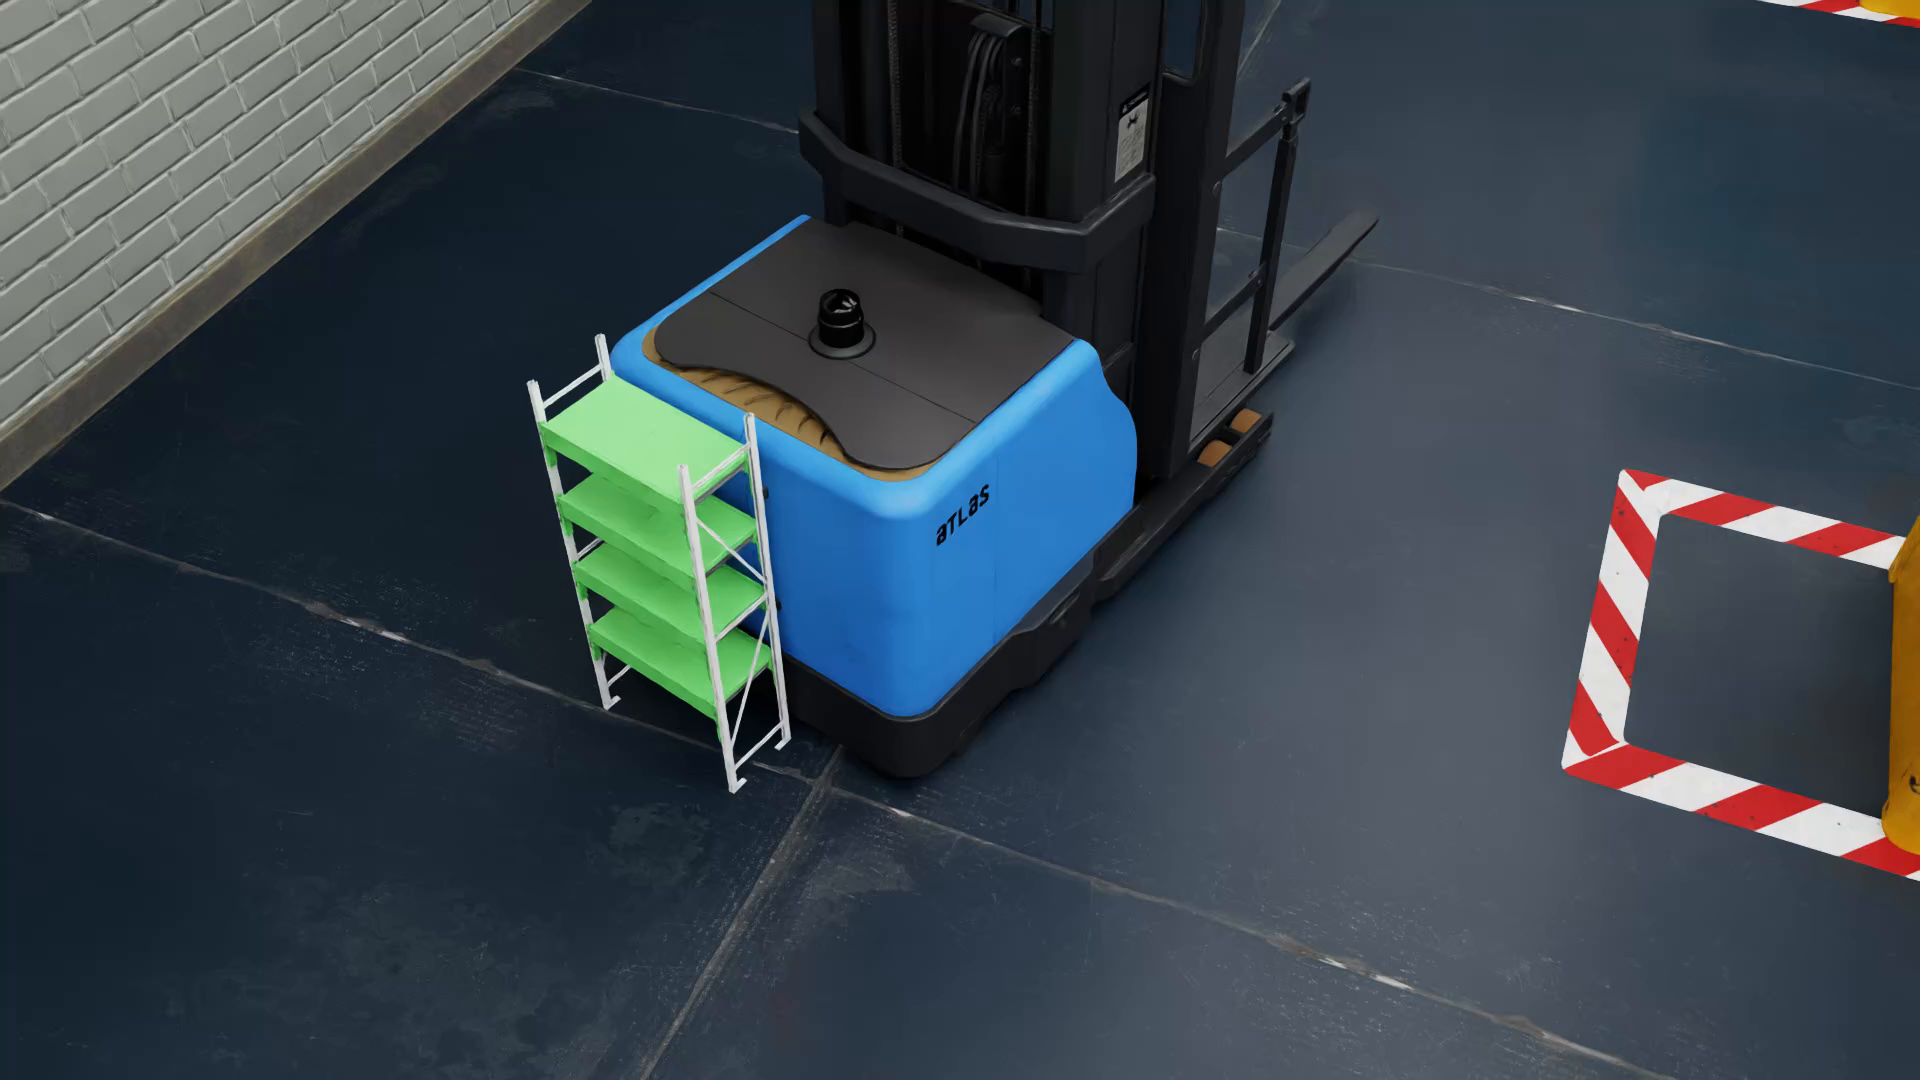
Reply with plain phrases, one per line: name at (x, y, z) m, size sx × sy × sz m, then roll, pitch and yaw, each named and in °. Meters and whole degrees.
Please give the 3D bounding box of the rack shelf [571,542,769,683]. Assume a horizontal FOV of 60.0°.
rack shelf at (-0.749, 0.141, 4.349) m, size 0.480 × 0.148 × 0.258 m, roll 28°, pitch 51°, yaw 25°

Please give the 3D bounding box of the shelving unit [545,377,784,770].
shelving unit at (-0.746, 0.097, 4.302) m, size 0.487 × 1.046 × 0.258 m, roll 28°, pitch 51°, yaw 25°

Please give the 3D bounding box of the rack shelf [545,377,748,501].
rack shelf at (-0.749, -0.238, 3.972) m, size 0.457 × 0.021 × 0.221 m, roll 28°, pitch 51°, yaw 25°

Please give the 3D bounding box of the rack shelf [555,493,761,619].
rack shelf at (-0.749, -0.030, 4.179) m, size 0.480 × 0.148 × 0.258 m, roll 28°, pitch 51°, yaw 25°

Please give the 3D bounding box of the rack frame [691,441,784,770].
rack frame at (-0.554, 0.199, 4.200) m, size 0.006 × 1.046 × 0.228 m, roll 28°, pitch 51°, yaw 25°

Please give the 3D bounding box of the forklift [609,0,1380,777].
forklift at (0.376, -1.389, 4.568) m, size 1.130 × 2.935 × 3.031 m, roll 28°, pitch 51°, yaw 25°

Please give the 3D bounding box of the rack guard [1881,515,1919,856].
rack guard at (2.841, 0.299, 4.595) m, size 0.348 × 0.500 × 1.175 m, roll 16°, pitch 47°, yaw 16°
